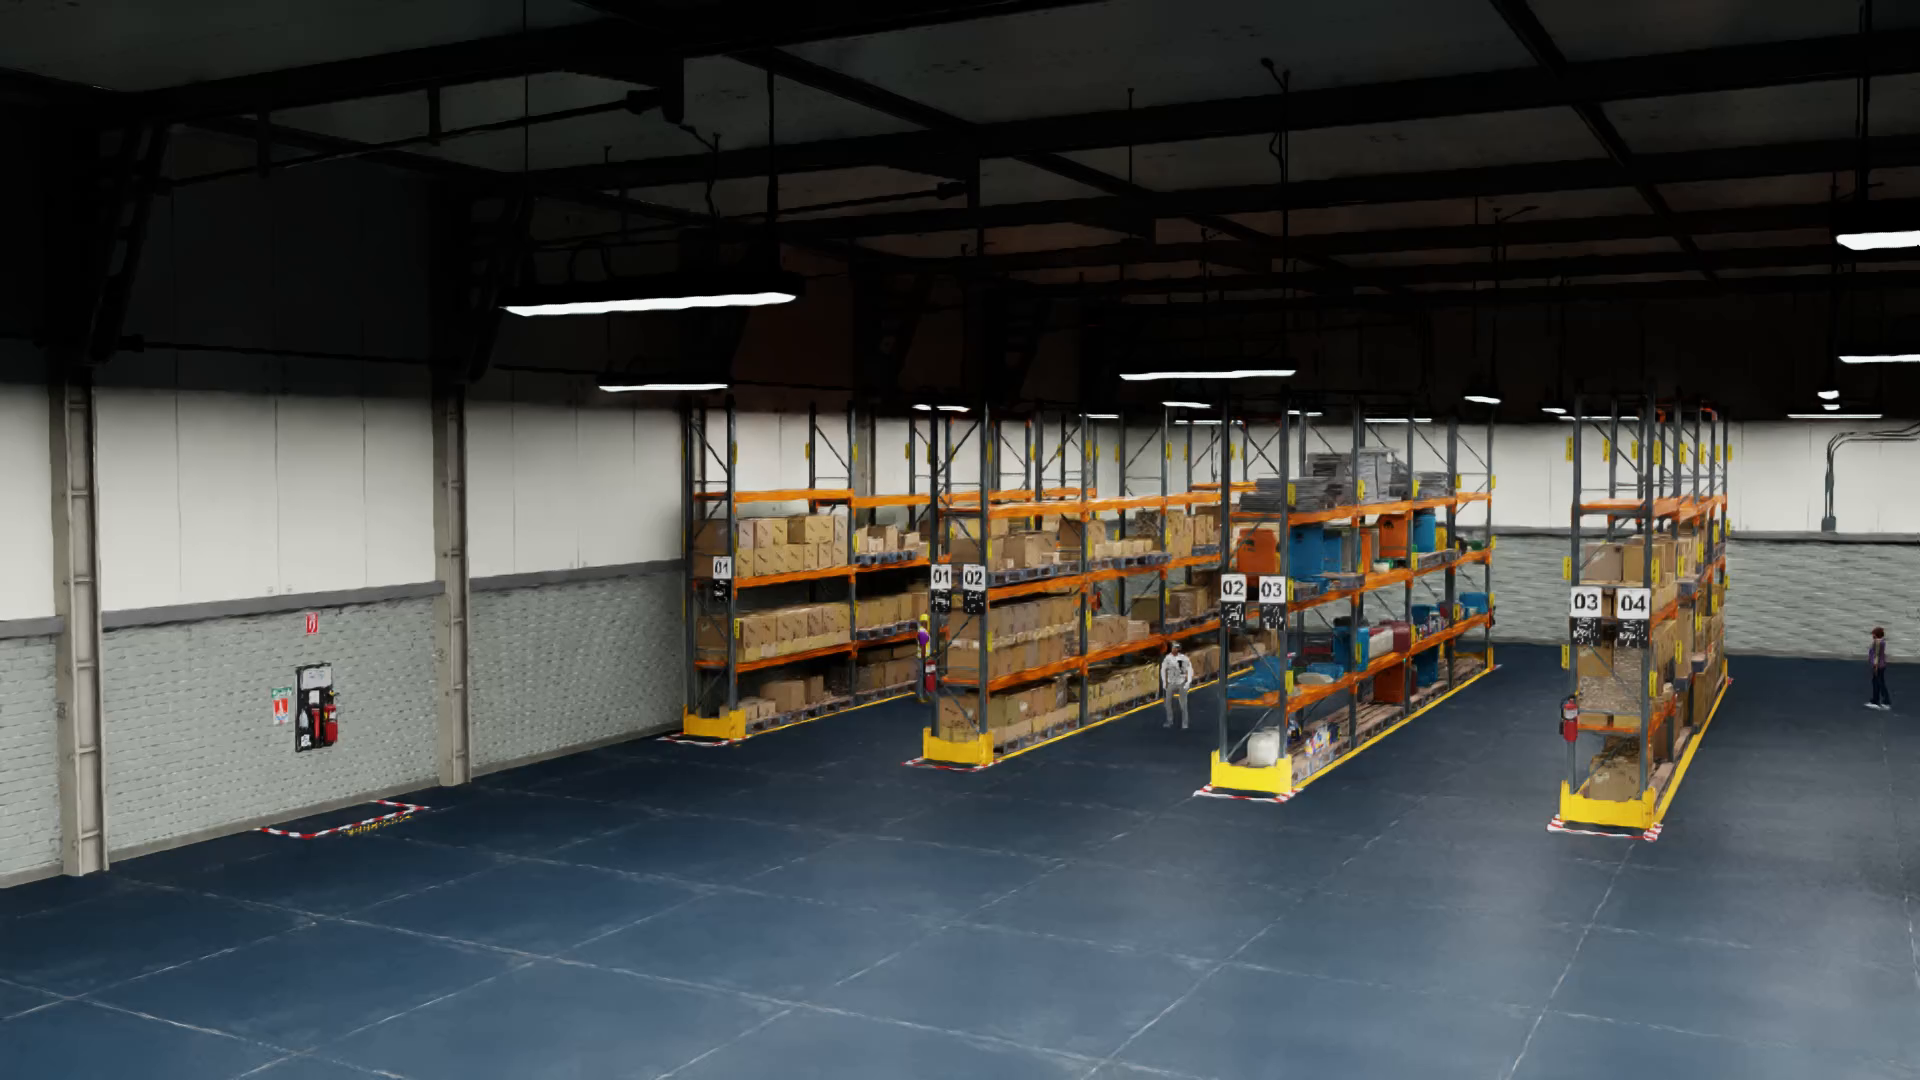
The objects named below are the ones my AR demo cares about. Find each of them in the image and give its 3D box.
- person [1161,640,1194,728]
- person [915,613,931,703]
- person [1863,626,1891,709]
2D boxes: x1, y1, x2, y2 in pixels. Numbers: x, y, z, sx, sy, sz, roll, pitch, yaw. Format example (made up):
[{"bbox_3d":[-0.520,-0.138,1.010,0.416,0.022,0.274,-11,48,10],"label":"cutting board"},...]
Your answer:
[{"bbox_3d":[3.930,2.607,30.153,0.639,1.632,0.498,1,3,27],"label":"person"},{"bbox_3d":[-0.650,2.348,33.239,0.469,1.766,0.642,0,3,3],"label":"person"},{"bbox_3d":[17.977,2.485,32.571,0.525,1.588,0.603,2,4,37],"label":"person"}]
